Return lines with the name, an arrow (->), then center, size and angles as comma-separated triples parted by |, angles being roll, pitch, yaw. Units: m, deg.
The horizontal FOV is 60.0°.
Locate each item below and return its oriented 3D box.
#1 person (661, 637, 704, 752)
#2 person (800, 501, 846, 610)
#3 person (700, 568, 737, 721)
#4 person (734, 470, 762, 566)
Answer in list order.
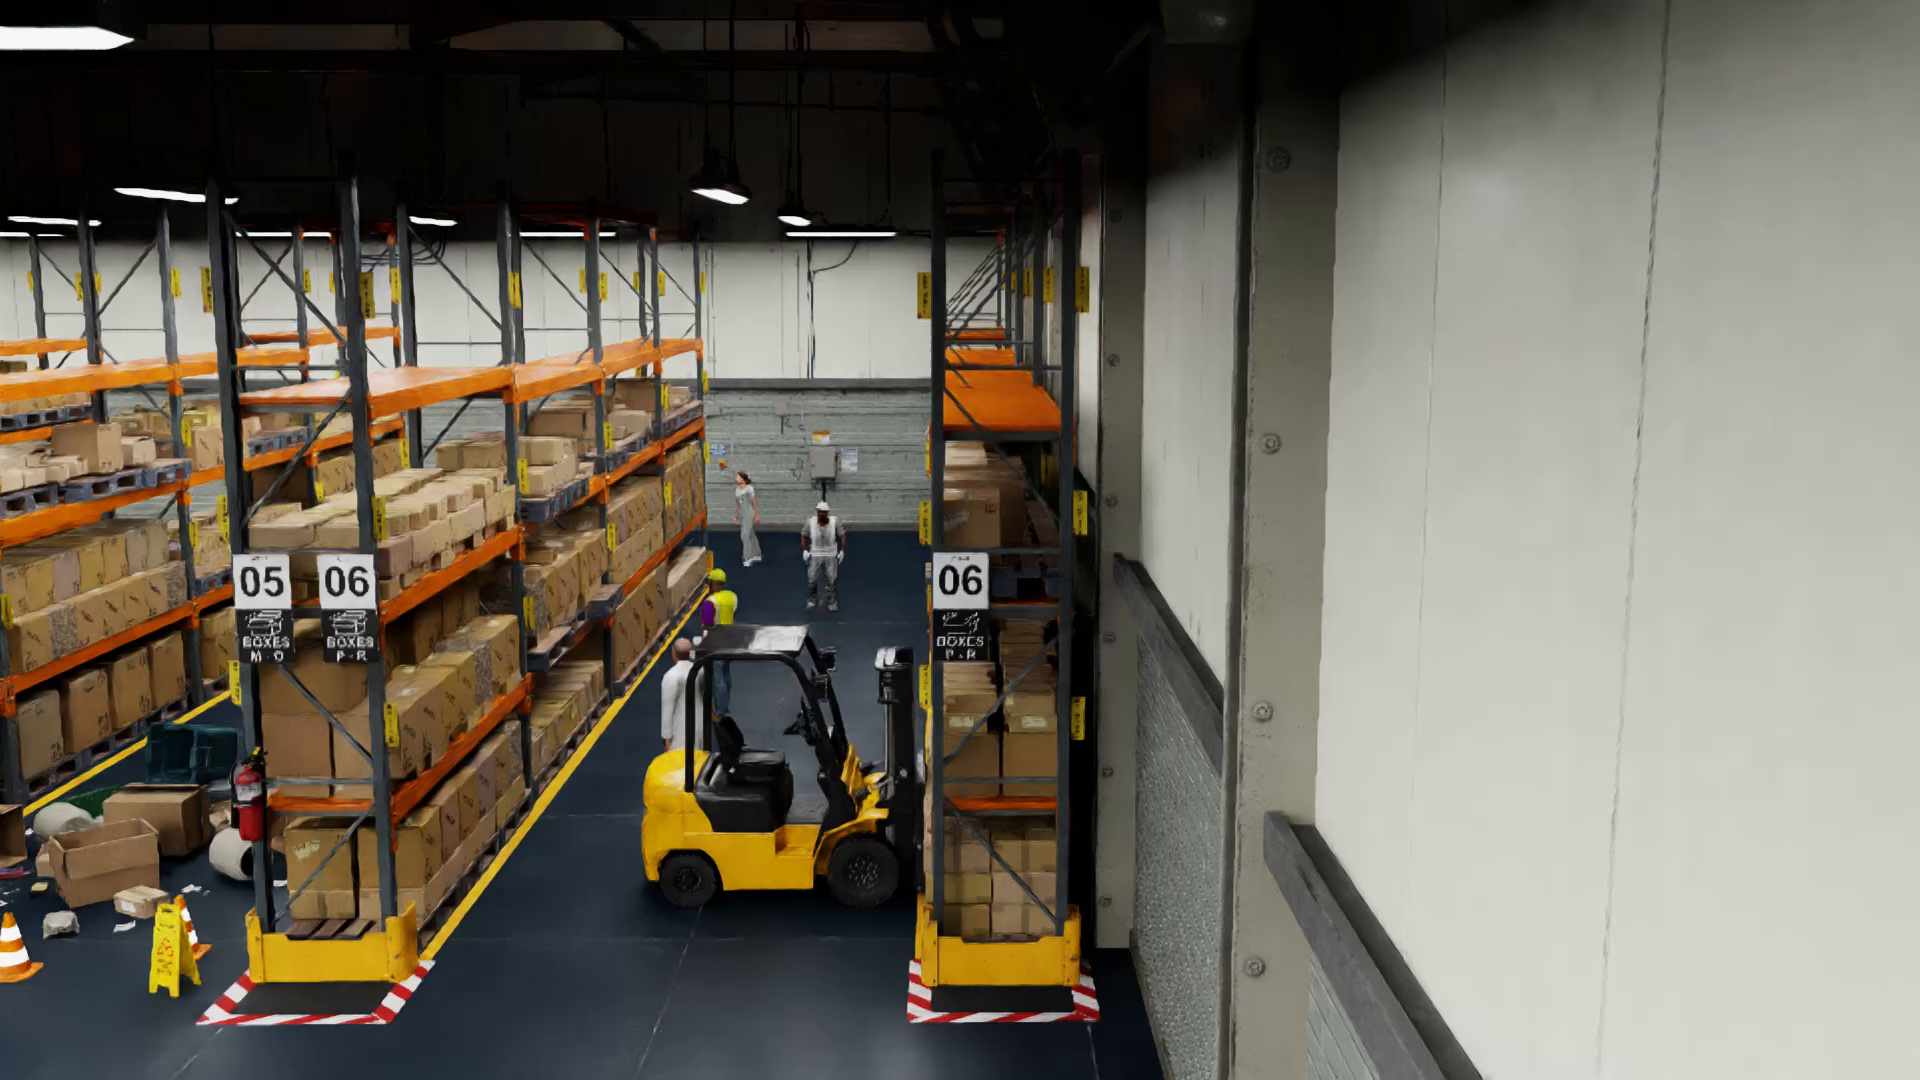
person -> -2.647, 1.788, 15.644 | 0.551, 1.782, 0.636 | 5, 10, 28
person -> -2.106, 0.246, 25.528 | 0.702, 1.734, 0.549 | 0, 9, -2
person -> -2.852, 1.199, 19.344 | 0.503, 1.762, 0.624 | 5, 10, 29
person -> -3.797, -0.408, 29.828 | 0.520, 1.692, 0.554 | -7, 12, -37
